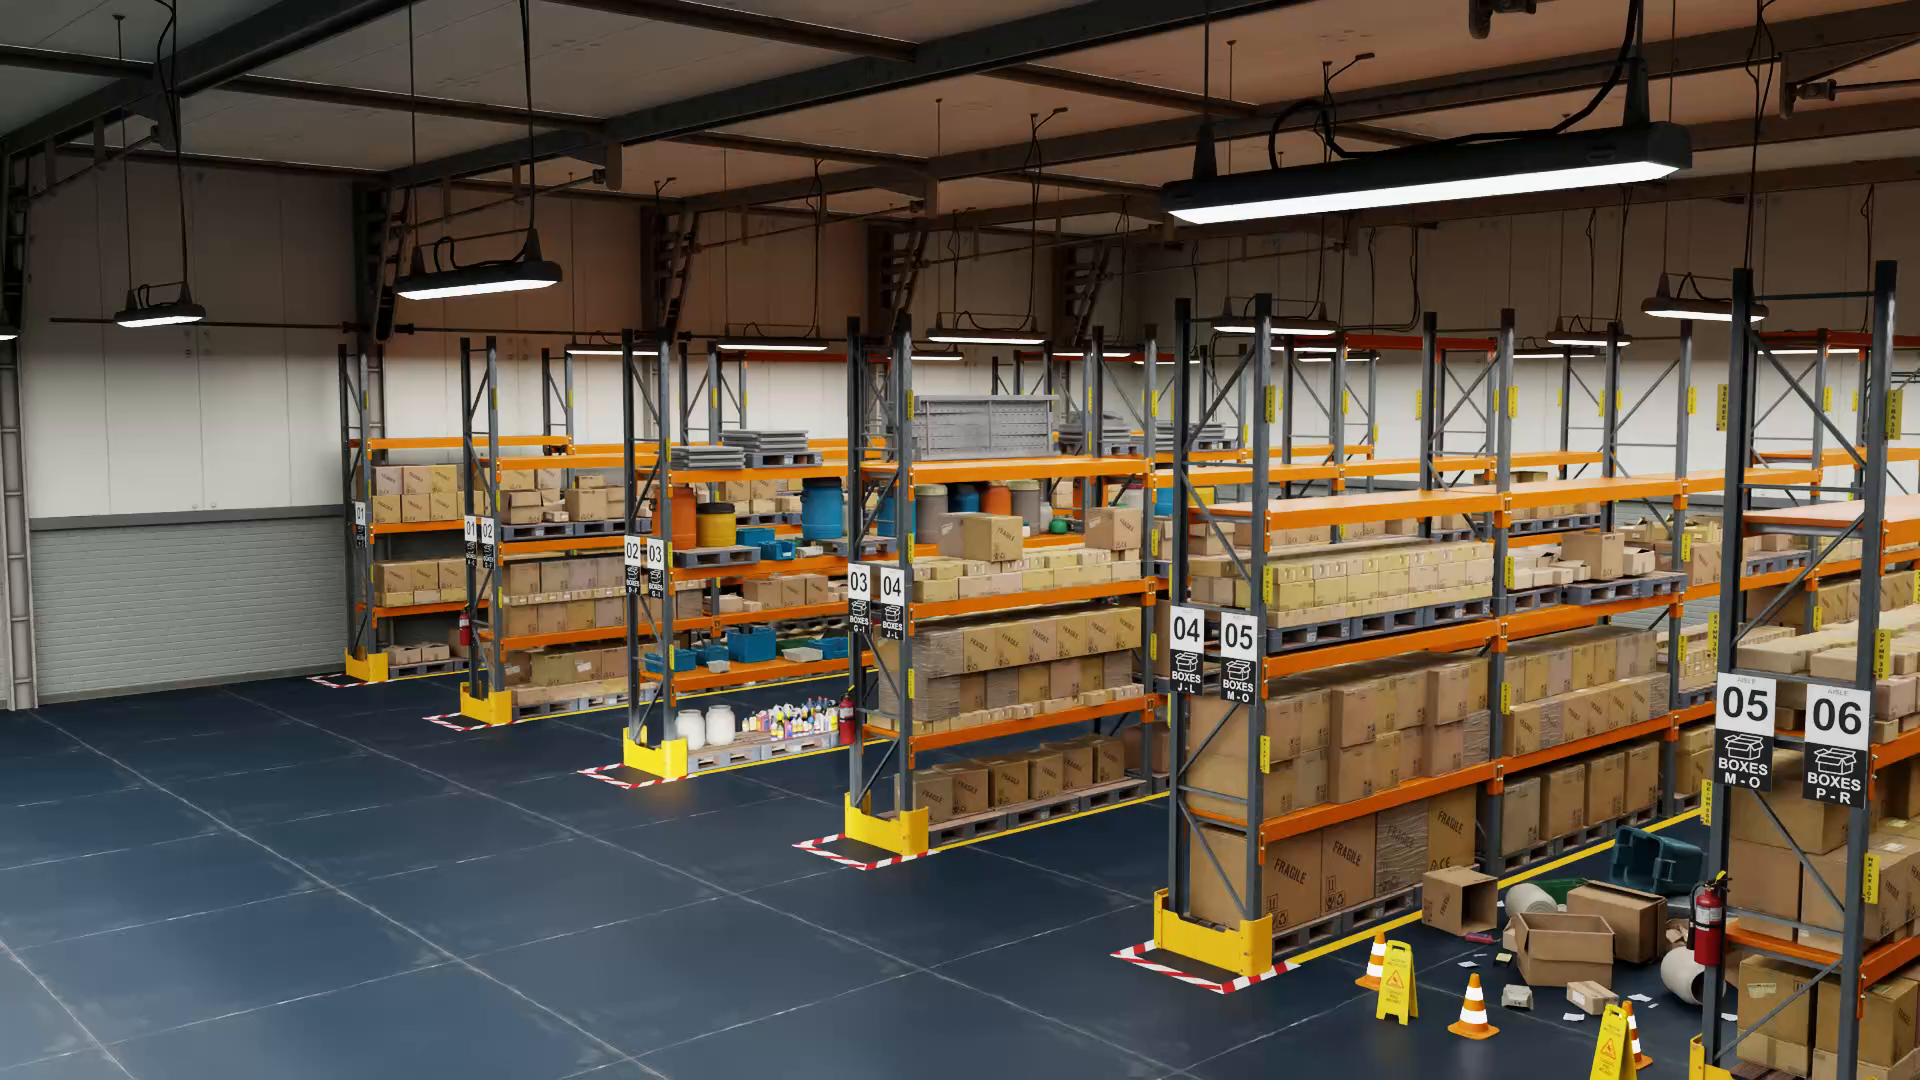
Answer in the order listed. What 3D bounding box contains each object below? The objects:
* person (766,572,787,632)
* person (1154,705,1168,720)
[{"bbox_3d":[-3.525,1.462,32.116,0.842,1.724,0.551,-4,6,-35],"label":"person"},{"bbox_3d":[2.920,2.097,24.508,0.758,1.735,0.693,-3,6,-30],"label":"person"}]
